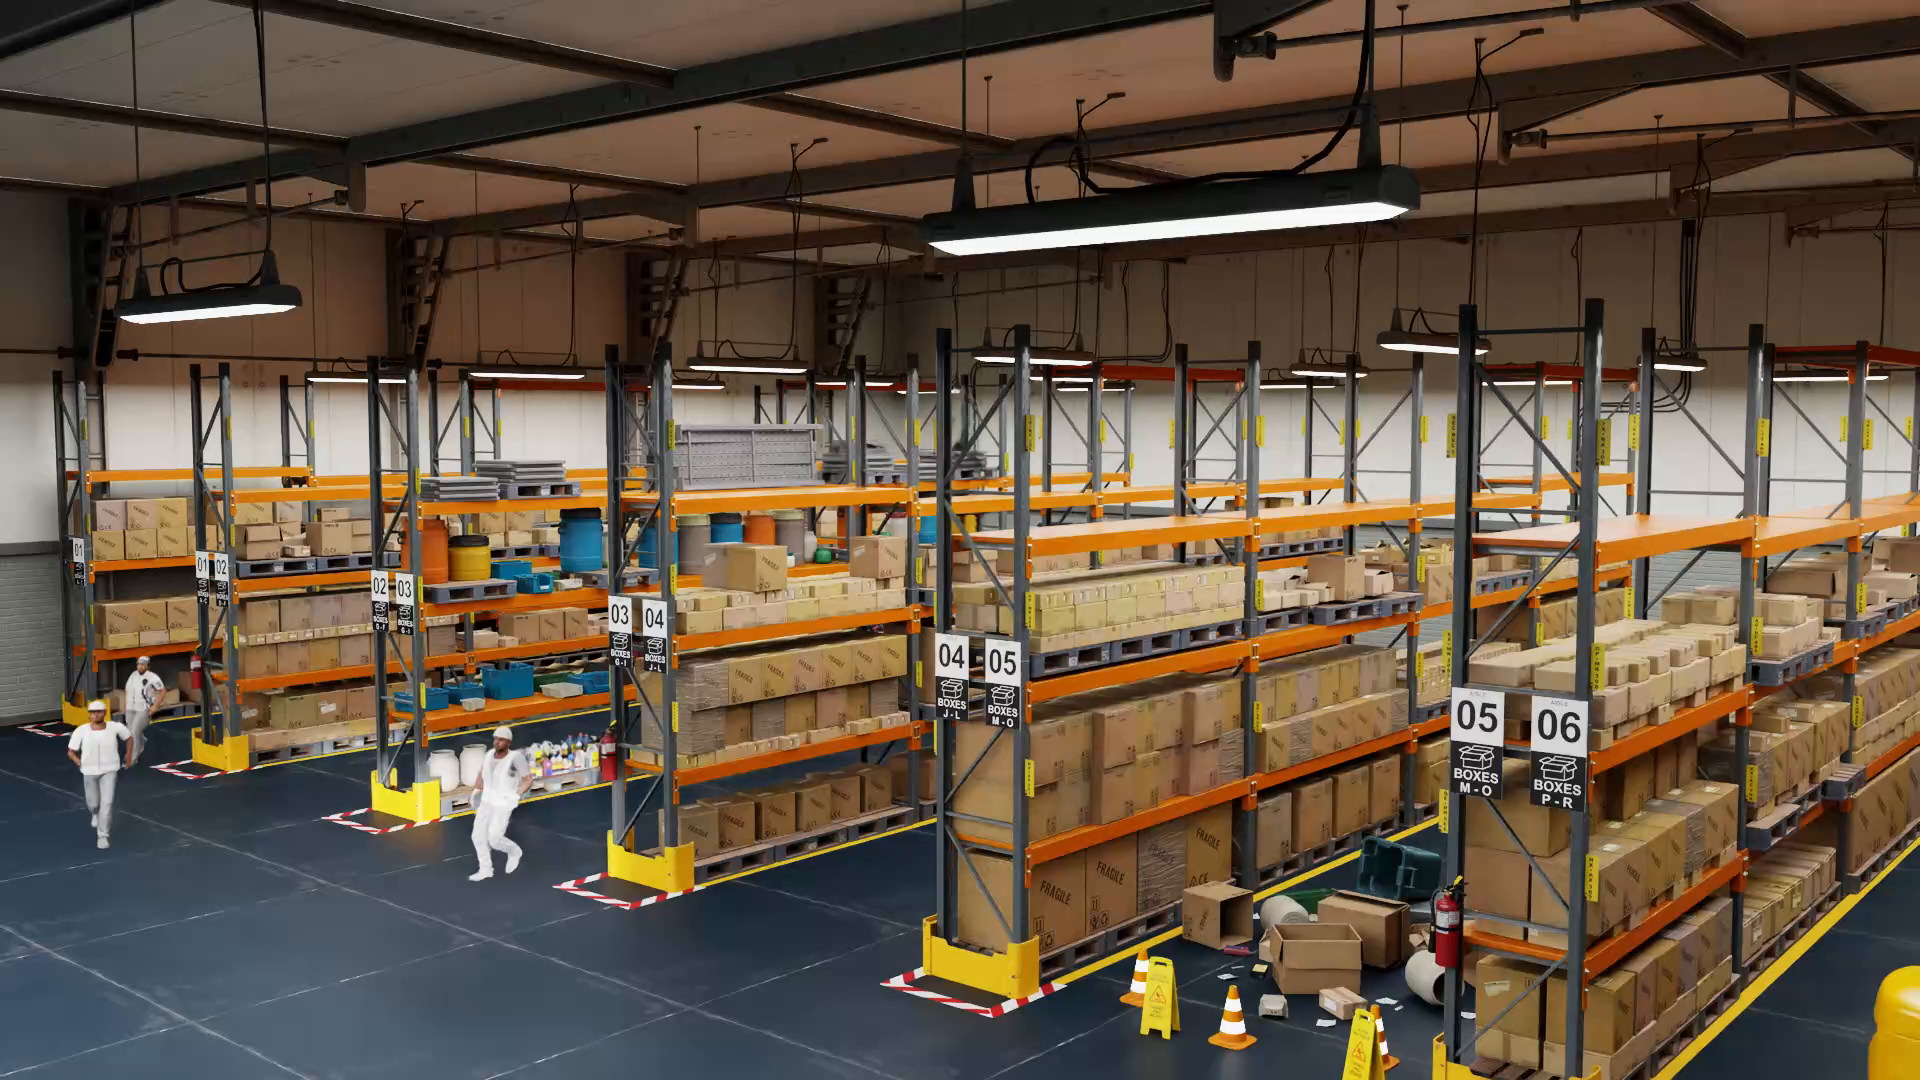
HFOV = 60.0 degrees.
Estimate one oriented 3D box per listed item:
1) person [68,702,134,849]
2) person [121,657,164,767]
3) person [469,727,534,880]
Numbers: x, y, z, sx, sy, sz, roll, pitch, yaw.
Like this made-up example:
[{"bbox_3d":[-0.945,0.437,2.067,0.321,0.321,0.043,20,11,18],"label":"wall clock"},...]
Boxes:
[{"bbox_3d":[-10.476,2.840,20.284,0.710,1.736,0.897,-2,5,-24],"label":"person"},{"bbox_3d":[-12.314,2.559,25.047,0.675,1.627,0.631,0,4,6],"label":"person"},{"bbox_3d":[-5.186,2.958,18.651,0.739,1.732,0.516,2,5,30],"label":"person"}]
